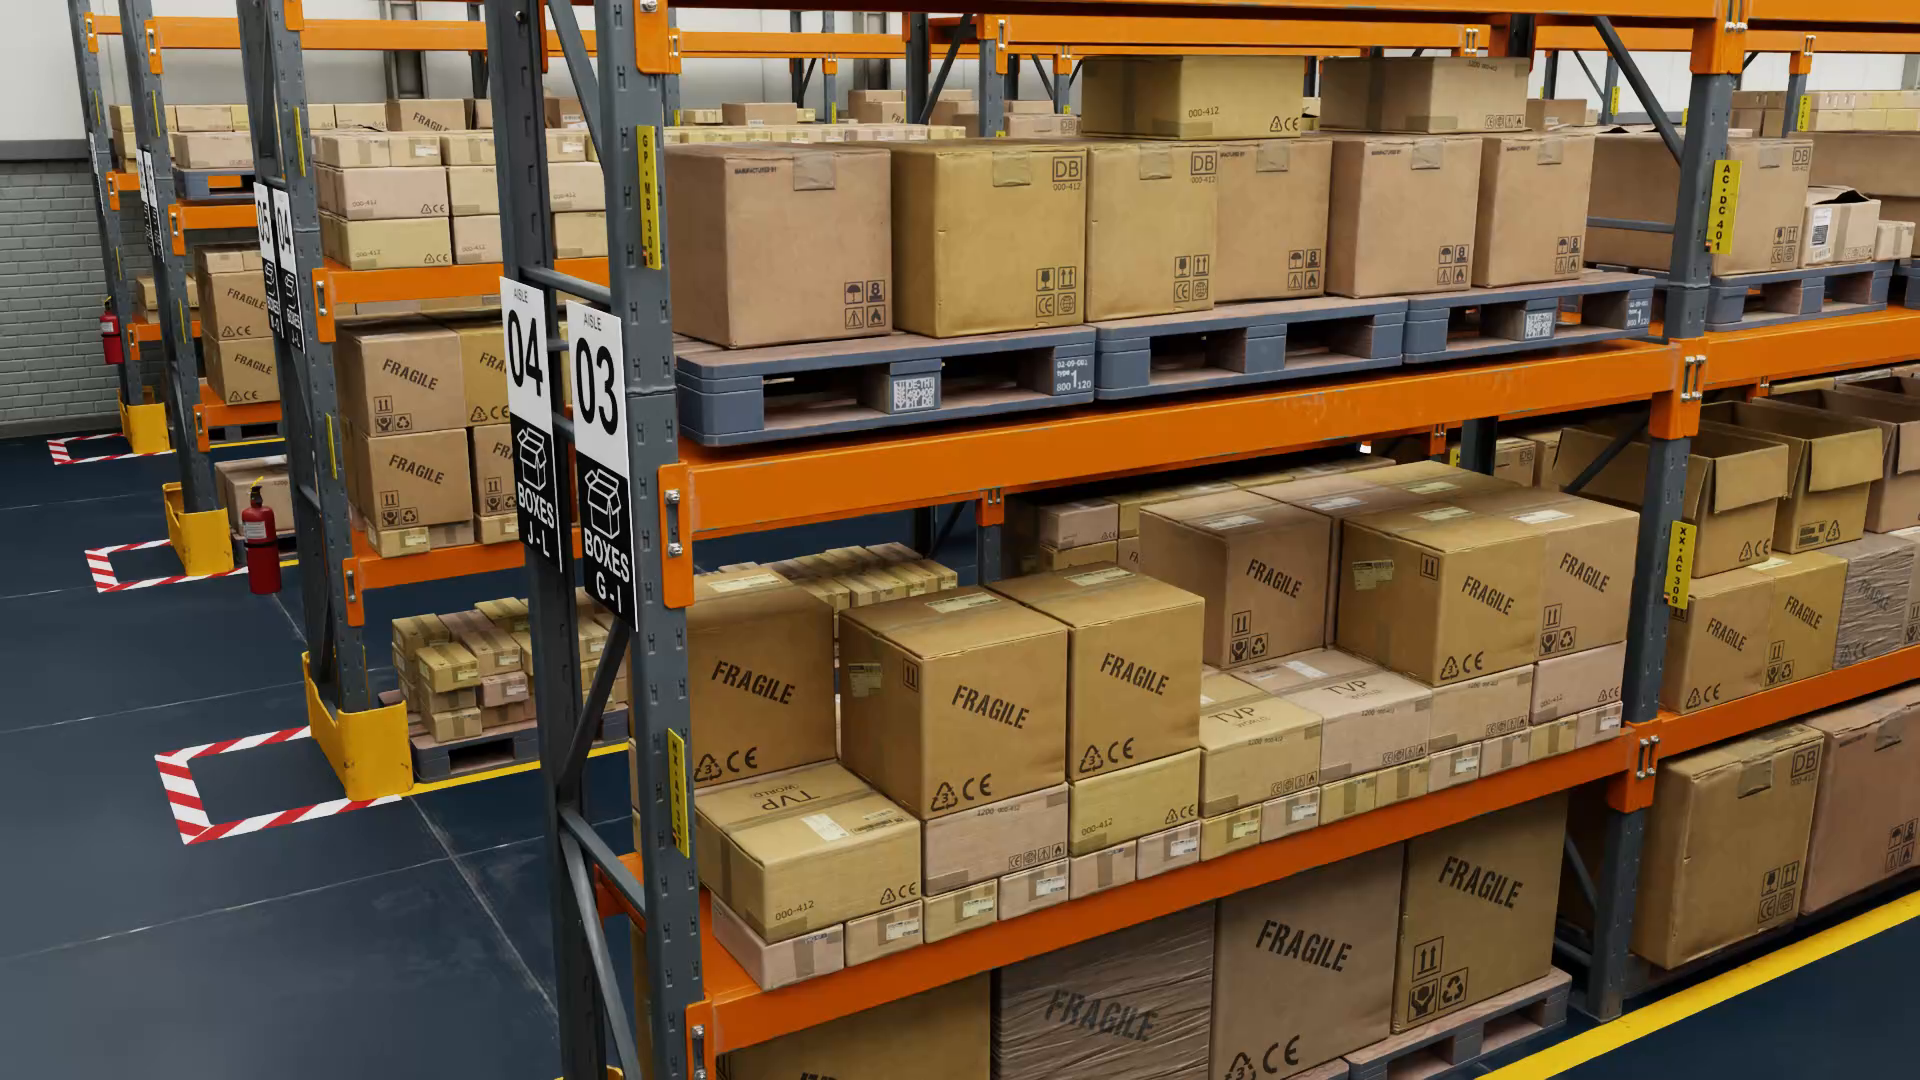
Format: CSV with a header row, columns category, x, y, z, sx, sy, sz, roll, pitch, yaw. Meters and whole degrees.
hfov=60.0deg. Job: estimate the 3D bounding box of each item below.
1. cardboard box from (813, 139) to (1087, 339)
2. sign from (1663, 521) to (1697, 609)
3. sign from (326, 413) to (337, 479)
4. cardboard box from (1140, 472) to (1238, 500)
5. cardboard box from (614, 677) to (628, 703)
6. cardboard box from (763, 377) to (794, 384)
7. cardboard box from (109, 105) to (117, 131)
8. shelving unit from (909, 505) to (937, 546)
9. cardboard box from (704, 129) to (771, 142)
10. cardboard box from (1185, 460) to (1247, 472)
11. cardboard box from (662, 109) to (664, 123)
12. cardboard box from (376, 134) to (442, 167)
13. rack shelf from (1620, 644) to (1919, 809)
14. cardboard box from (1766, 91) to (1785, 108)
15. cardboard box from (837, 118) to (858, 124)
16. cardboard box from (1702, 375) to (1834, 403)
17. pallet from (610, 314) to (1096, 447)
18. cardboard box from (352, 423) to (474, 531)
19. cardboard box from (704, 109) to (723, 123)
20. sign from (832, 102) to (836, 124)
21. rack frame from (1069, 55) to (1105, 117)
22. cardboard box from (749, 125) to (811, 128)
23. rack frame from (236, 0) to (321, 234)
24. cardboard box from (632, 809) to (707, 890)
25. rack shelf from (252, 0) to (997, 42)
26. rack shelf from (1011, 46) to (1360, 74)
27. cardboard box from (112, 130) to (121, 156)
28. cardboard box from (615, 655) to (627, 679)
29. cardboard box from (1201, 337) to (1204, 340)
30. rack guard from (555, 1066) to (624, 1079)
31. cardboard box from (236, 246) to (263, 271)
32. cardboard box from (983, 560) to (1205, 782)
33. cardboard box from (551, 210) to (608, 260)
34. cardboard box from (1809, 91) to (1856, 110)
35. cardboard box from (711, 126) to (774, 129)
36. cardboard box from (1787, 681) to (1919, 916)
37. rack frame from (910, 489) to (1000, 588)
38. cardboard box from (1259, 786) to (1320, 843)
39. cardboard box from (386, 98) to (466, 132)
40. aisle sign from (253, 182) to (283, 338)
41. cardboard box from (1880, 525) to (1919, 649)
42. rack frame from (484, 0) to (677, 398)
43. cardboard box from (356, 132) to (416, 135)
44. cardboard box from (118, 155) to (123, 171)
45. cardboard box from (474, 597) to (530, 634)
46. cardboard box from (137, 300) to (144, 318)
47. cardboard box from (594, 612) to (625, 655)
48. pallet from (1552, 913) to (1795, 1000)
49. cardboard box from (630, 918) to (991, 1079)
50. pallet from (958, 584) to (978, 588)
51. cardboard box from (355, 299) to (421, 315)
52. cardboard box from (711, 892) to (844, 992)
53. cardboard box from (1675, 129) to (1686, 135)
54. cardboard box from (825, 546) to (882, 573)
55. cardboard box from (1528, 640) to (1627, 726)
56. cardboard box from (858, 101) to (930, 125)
category,x,y,z,sx,sy,sz,roll,pitch,yaw
cardboard box,-0.043,-0.900,4.859,0.500,0.500,0.700,-10,19,-32
sign,2.711,0.095,6.264,0.005,0.325,0.100,-9,18,-30
sign,-3.193,-0.476,8.445,0.005,0.325,0.100,-9,18,-30
cardboard box,1.620,-0.286,11.836,0.500,0.250,0.500,-8,18,-28
cardboard box,-2.022,0.828,9.901,0.250,0.149,0.380,-9,18,-30
cardboard box,-1.194,-1.144,9.845,0.500,0.500,0.500,-9,18,-28
cardboard box,-8.431,-4.346,17.099,0.500,0.250,0.500,-10,18,-31
shelving unit,0.006,-0.723,13.711,0.755,1.500,0.431,-9,18,-30
cardboard box,-1.267,-2.253,9.444,0.250,0.149,0.380,-9,18,-30
cardboard box,1.803,-0.480,12.528,0.500,0.250,0.500,-9,18,-29
cardboard box,-3.468,-4.904,19.241,0.250,0.149,0.380,-9,18,-29
cardboard box,-2.850,-2.013,8.588,0.250,0.149,0.380,-8,18,-27
rack shelf,4.138,0.490,7.938,4.000,0.370,1.077,-9,18,-30
cardboard box,7.179,-3.970,14.981,0.250,0.149,0.380,-9,18,-30
cardboard box,-1.356,-5.136,20.586,0.250,0.166,0.380,-9,18,-30
cardboard box,7.388,-1.103,15.445,0.875,0.875,0.875,-9,18,-29
pallet,-0.375,-0.530,4.849,1.213,0.211,1.003,-9,18,-30
cardboard box,-2.946,-0.374,8.951,0.500,0.500,0.500,-8,18,-27
cardboard box,-2.850,-5.022,19.698,0.250,0.149,0.380,-10,18,-31
sign,-1.533,-5.143,20.184,0.005,0.325,0.100,-9,18,-30
rack frame,1.618,-7.020,22.281,0.127,3.000,1.000,-9,18,-30
cardboard box,-1.101,-2.457,10.173,0.250,0.149,0.380,-10,18,-31
rack frame,-3.473,-3.073,8.200,0.127,3.000,1.000,-9,18,-30
cardboard box,-0.870,0.973,5.348,0.250,0.149,0.380,-9,18,-29
rack shelf,-1.759,-3.003,9.289,4.000,0.370,1.077,-9,18,-30
rack shelf,2.463,-5.055,17.345,4.000,0.370,1.077,-9,18,-30
cardboard box,-8.427,-4.103,17.161,0.500,0.250,0.500,-10,18,-31
cardboard box,-2.009,0.681,9.877,0.250,0.149,0.380,-10,19,-32
cardboard box,1.547,-1.428,12.031,0.250,0.149,0.380,-10,18,-30
rack guard,-1.026,2.184,5.191,0.348,0.500,1.175,-9,18,-30
cardboard box,-5.474,-2.196,12.945,0.250,0.149,0.380,-9,18,-28
cardboard box,0.415,0.398,5.270,0.500,0.500,0.500,-10,18,-31
cardboard box,-2.068,-1.706,9.160,0.500,0.250,0.500,-10,18,-32
cardboard box,7.519,-3.818,14.439,0.250,0.149,0.380,-9,18,-30
cardboard box,-1.312,-2.416,10.028,0.250,0.149,0.380,-10,18,-31
cardboard box,3.727,1.024,7.857,0.875,0.875,1.225,-10,18,-32
rack frame,-0.044,-0.740,10.993,0.127,3.000,1.000,-9,18,-30
cardboard box,1.011,0.874,5.699,0.250,0.149,0.380,-9,18,-29
cardboard box,-4.304,-3.304,13.432,0.500,0.500,0.500,-9,18,-29
aisle sign,-3.690,-1.495,8.870,0.004,0.787,0.394,-9,18,-30
cardboard box,4.247,0.155,7.616,0.500,0.500,0.500,-9,18,-29
rack frame,-1.005,-1.911,4.056,0.127,3.000,1.000,-9,18,-30
cardboard box,-3.089,-2.120,8.970,0.250,0.149,0.380,-9,18,-29
cardboard box,-8.513,-3.885,17.119,0.250,0.149,0.380,-9,18,-28
cardboard box,-2.748,0.481,10.040,0.250,0.149,0.380,-10,18,-31
cardboard box,-8.523,-2.451,17.560,0.250,0.149,0.380,-9,18,-30
cardboard box,-1.980,0.544,9.813,0.250,0.149,0.380,-8,18,-28
pallet,3.046,1.639,7.670,1.213,0.211,1.003,-9,18,-30
cardboard box,-0.498,1.691,5.479,0.875,0.875,0.875,-9,18,-30
pallet,0.622,0.494,11.757,1.213,0.211,1.003,-9,18,-30
cardboard box,-4.674,-1.993,13.423,0.500,0.500,0.500,-9,18,-30
cardboard box,-0.531,1.125,4.803,0.250,0.149,0.380,-9,18,-29
cardboard box,5.868,-3.252,13.712,0.500,0.250,0.500,-9,18,-30
cardboard box,-0.713,0.168,11.153,0.250,0.149,0.380,-8,18,-27
cardboard box,2.180,0.472,6.394,0.500,0.250,0.500,-10,18,-31
cardboard box,-0.613,-3.810,15.424,0.500,0.500,0.500,-9,18,-29
